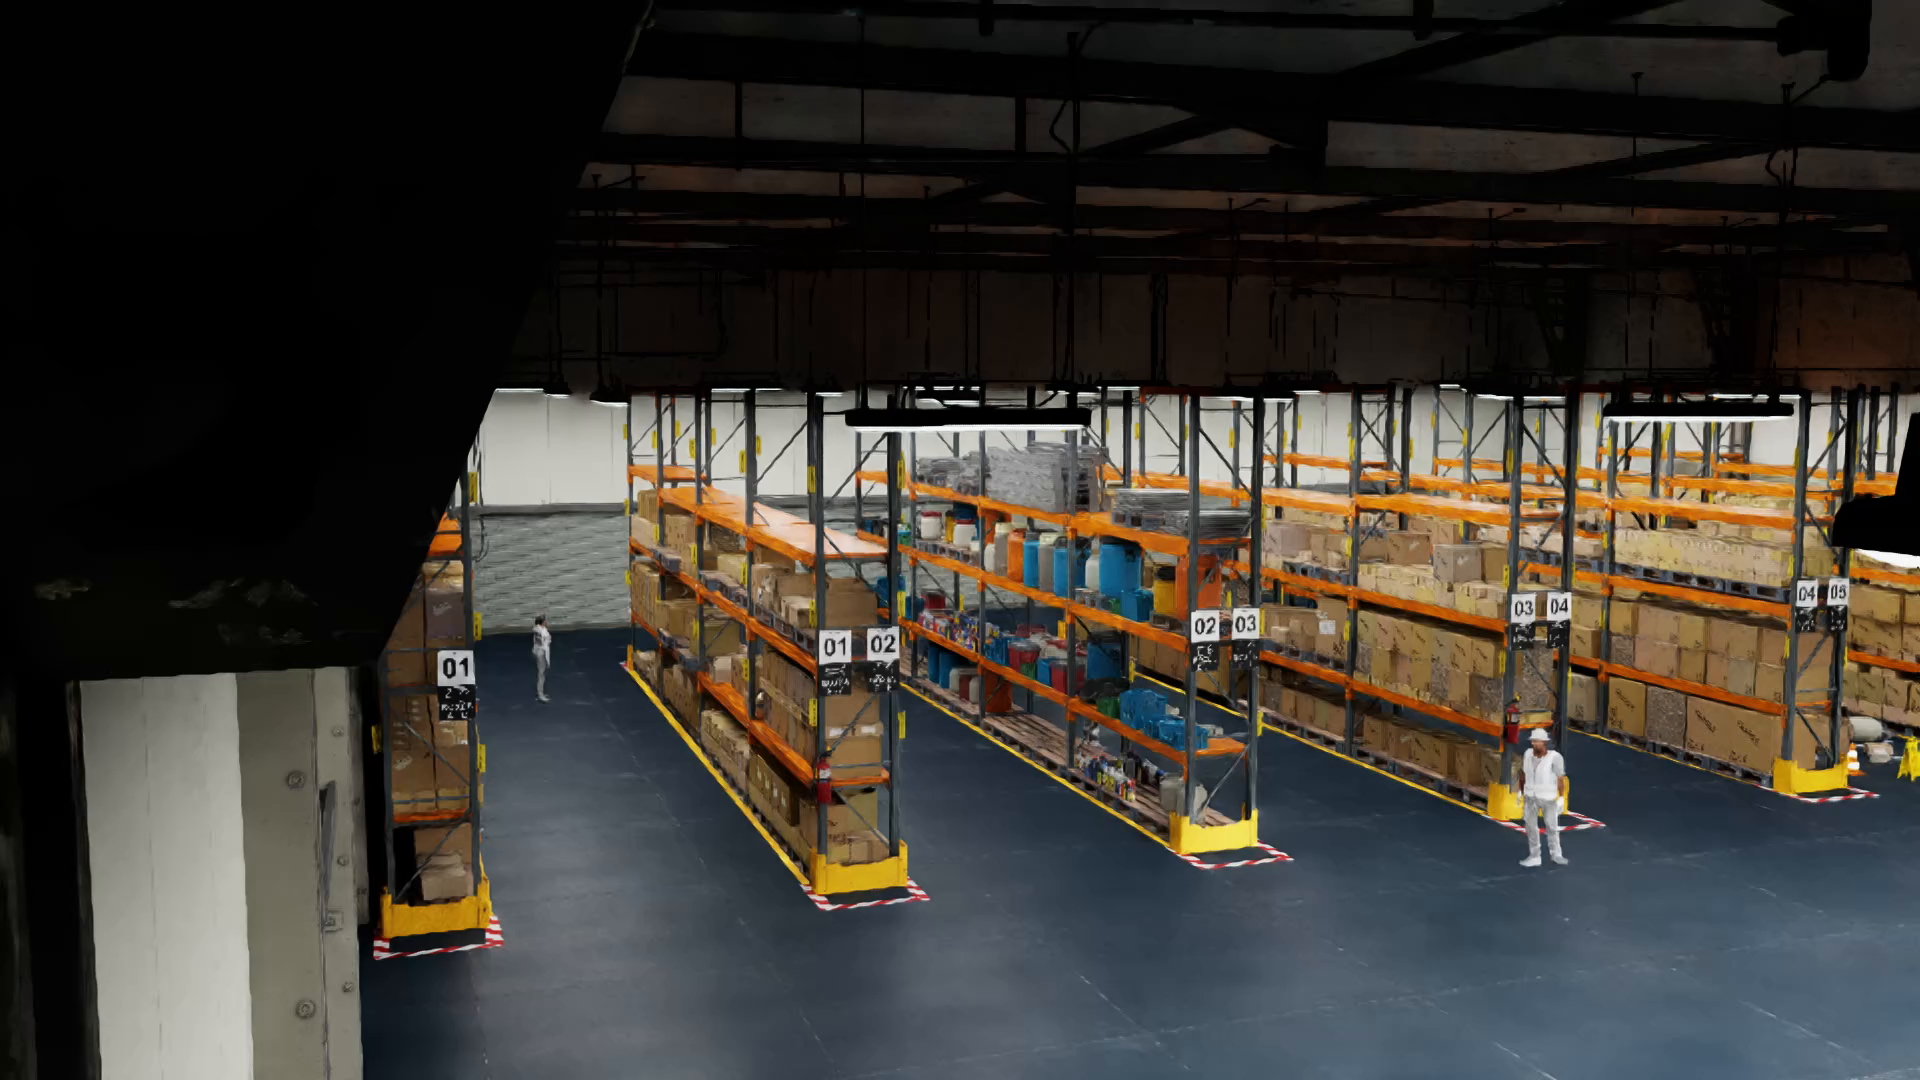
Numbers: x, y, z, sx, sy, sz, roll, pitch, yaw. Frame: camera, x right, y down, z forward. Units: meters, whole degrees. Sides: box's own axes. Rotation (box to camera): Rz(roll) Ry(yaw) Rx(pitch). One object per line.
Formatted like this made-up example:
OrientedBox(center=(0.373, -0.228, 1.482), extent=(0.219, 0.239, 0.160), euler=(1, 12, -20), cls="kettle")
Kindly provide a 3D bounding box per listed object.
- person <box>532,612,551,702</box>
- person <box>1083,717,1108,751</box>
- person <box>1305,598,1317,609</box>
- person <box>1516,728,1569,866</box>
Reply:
OrientedBox(center=(-7.970, 2.207, 31.695), extent=(0.365, 1.680, 0.576), euler=(-4, 7, -36), cls="person")
OrientedBox(center=(2.248, 2.569, 27.640), extent=(0.397, 1.791, 0.655), euler=(-4, 7, -34), cls="person")
OrientedBox(center=(8.929, 1.202, 41.936), extent=(0.527, 1.588, 0.638), euler=(2, 6, 16), cls="person")
OrientedBox(center=(7.435, 3.267, 21.221), extent=(0.658, 1.780, 0.549), euler=(6, 8, 44), cls="person")
